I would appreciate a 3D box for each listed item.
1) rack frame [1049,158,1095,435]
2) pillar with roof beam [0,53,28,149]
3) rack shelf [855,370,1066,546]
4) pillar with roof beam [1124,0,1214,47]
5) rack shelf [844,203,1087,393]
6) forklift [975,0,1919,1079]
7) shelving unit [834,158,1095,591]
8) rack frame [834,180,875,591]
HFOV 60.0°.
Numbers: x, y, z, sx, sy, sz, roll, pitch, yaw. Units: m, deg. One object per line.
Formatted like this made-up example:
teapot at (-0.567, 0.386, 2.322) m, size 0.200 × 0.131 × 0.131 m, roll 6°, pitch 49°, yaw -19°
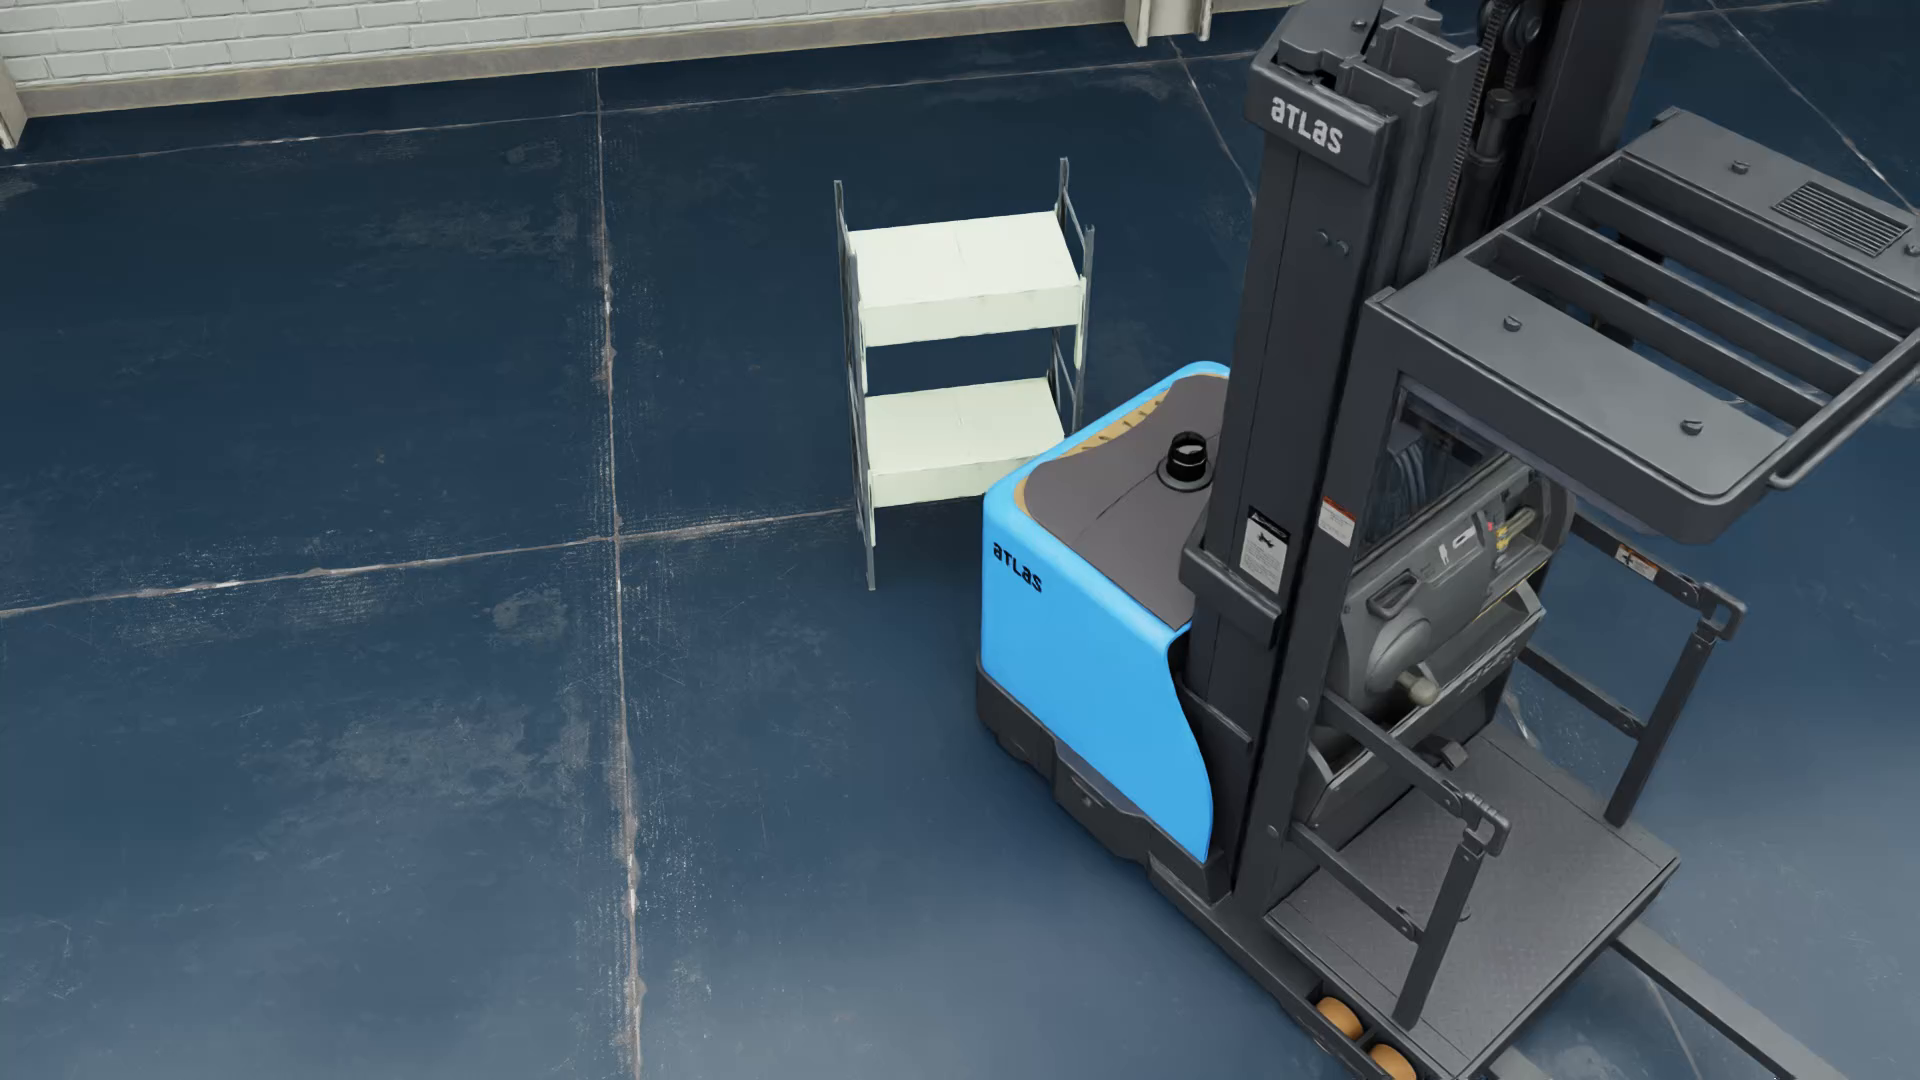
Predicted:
rack frame at (0.367, -0.566, 5.754) m, size 0.023 × 1.500 × 0.400 m, roll -7°, pitch 46°, yaw -7°
pillar with roof beam at (-4.081, -2.060, 1.986) m, size 0.400 × 9.000 × 9.100 m, roll -7°, pitch 46°, yaw -7°
rack shelf at (0.007, -0.295, 5.945) m, size 0.720 × 0.370 × 0.431 m, roll -7°, pitch 46°, yaw -7°
pillar with roof beam at (1.832, -2.796, 2.695) m, size 0.400 × 9.000 × 9.100 m, roll -7°, pitch 46°, yaw -7°
rack shelf at (0.007, -0.792, 5.430) m, size 0.720 × 0.370 × 0.431 m, roll -7°, pitch 46°, yaw -7°
forklift at (1.398, 0.157, 4.064) m, size 1.130 × 2.935 × 3.031 m, roll -32°, pitch 54°, yaw -27°
shelving unit at (0.007, -0.521, 5.711) m, size 0.755 × 1.500 × 0.431 m, roll -7°, pitch 46°, yaw -7°
rack frame at (-0.354, -0.476, 5.667) m, size 0.023 × 1.500 × 0.400 m, roll -7°, pitch 46°, yaw -7°
